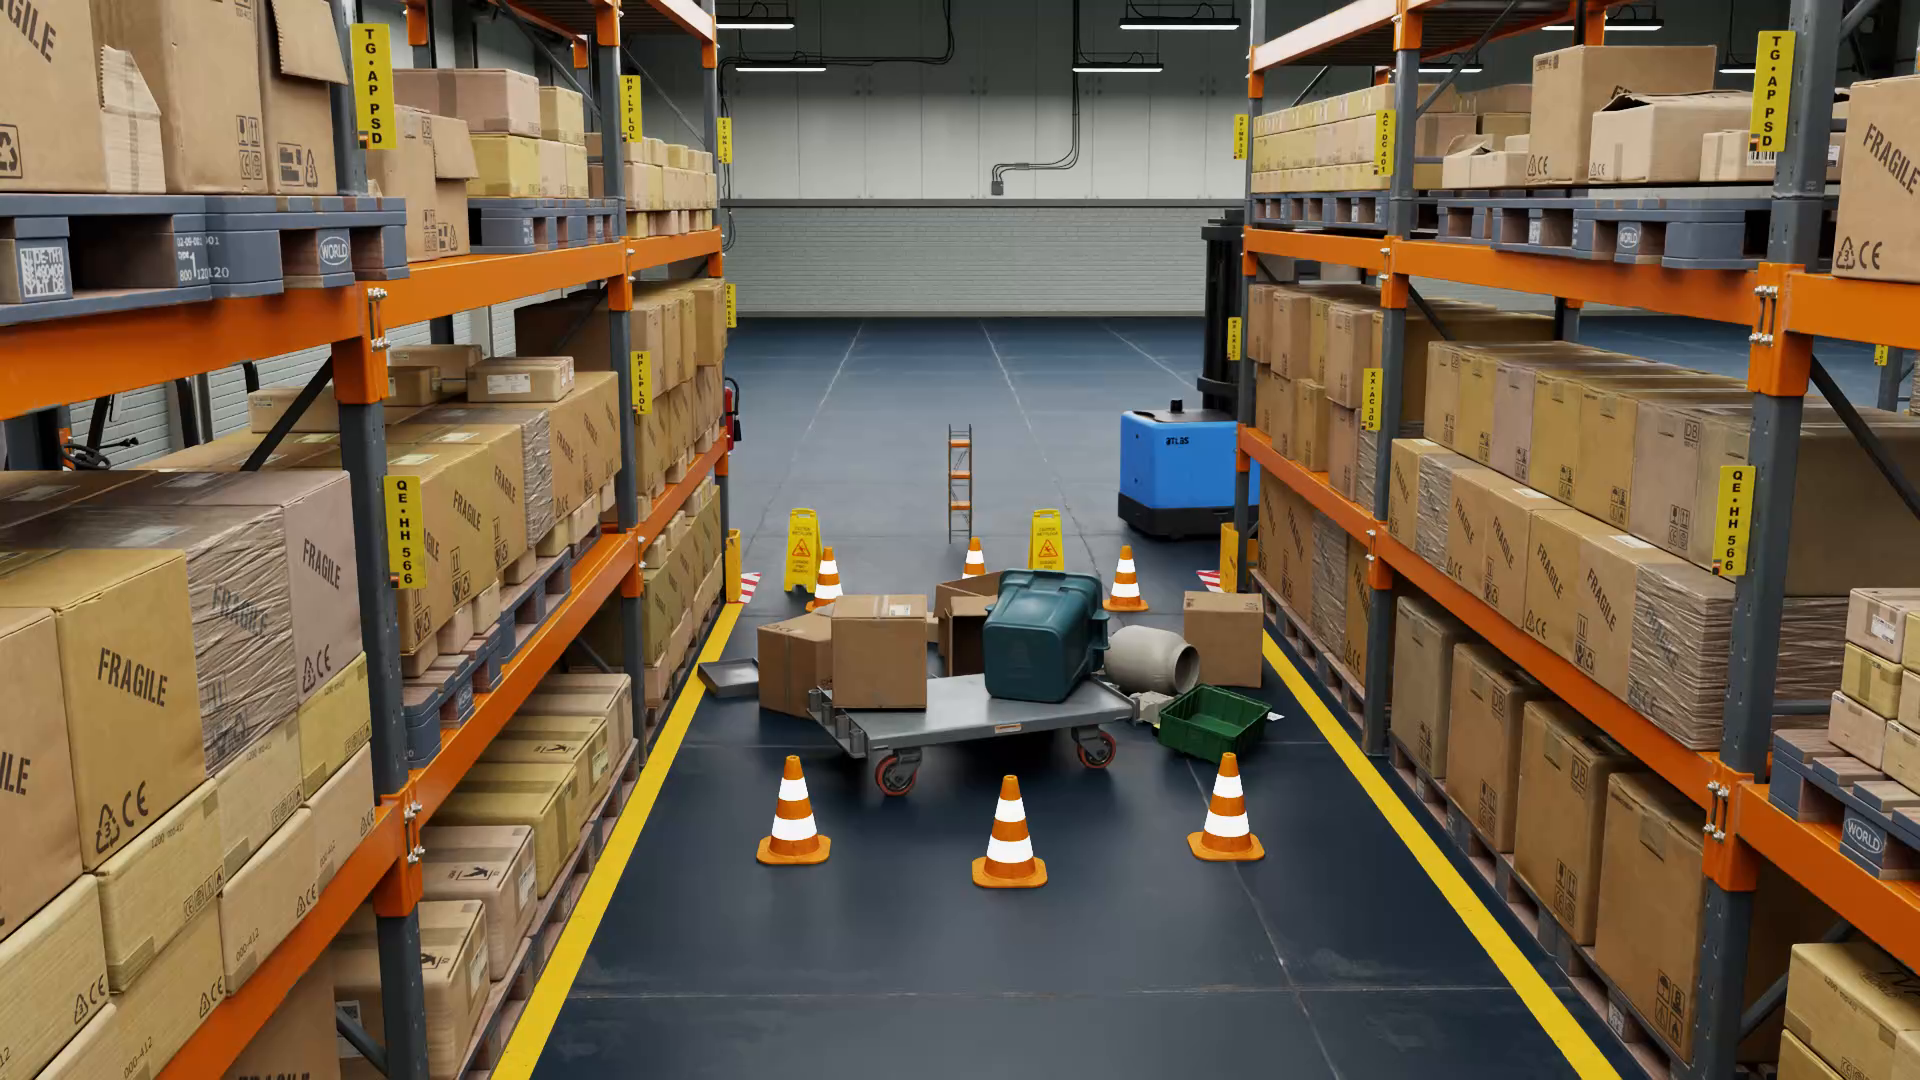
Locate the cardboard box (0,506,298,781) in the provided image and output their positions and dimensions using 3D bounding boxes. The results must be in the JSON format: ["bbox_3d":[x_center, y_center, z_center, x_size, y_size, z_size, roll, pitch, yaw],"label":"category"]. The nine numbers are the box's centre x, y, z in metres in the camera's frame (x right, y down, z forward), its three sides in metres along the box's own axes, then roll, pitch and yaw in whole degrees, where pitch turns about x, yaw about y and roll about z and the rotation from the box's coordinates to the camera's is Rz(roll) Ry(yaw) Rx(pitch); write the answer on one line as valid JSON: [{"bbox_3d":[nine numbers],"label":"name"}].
[{"bbox_3d":[-1.833,0.214,3.694,0.500,0.500,0.500,0,11,0],"label":"cardboard box"}]

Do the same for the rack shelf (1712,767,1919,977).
[{"bbox_3d":[2.864,1.259,3.118,1.077,0.370,4.000,0,11,-1],"label":"rack shelf"}]

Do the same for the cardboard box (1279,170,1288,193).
[{"bbox_3d":[2.365,-2.413,11.188,0.380,0.149,0.250,0,11,-1],"label":"cardboard box"}]

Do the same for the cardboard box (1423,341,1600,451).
[{"bbox_3d":[2.756,-0.727,8.330,0.700,0.500,0.500,0,11,-2],"label":"cardboard box"}]

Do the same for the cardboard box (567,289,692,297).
[{"bbox_3d":[-2.073,-1.324,10.525,0.700,0.500,0.500,0,11,-2],"label":"cardboard box"}]

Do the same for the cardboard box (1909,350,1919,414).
[{"bbox_3d":[7.602,-1.167,12.267,0.875,0.500,0.500,0,11,-1],"label":"cardboard box"}]

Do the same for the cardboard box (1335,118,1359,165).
[{"bbox_3d":[2.463,-2.281,9.533,0.500,0.250,0.500,0,11,-1],"label":"cardboard box"}]

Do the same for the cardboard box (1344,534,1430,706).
[{"bbox_3d":[2.797,0.424,9.713,0.875,0.875,0.875,0,11,0],"label":"cardboard box"}]

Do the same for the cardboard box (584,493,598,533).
[{"bbox_3d":[-1.891,-0.124,7.700,0.380,0.149,0.250,0,11,-2],"label":"cardboard box"}]

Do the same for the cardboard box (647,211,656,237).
[{"bbox_3d":[-1.993,-1.860,9.770,0.380,0.149,0.250,-1,11,-3],"label":"cardboard box"}]

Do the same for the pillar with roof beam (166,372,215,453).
[{"bbox_3d":[-3.959,-5.028,17.210,9.100,9.000,0.400,0,11,-1],"label":"pillar with roof beam"}]

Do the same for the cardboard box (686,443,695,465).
[{"bbox_3d":[-1.972,-0.590,11.057,0.380,0.149,0.250,0,11,-2],"label":"cardboard box"}]

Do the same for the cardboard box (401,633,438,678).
[{"bbox_3d":[-1.917,0.345,5.390,0.380,0.149,0.250,-1,12,-5],"label":"cardboard box"}]

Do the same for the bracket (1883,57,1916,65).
[{"bbox_3d":[22.441,-11.079,37.981,0.076,0.066,4.783,0,11,-1],"label":"bracket"}]

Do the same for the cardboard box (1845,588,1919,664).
[{"bbox_3d":[2.638,0.228,4.469,0.380,0.149,0.250,0,11,-1],"label":"cardboard box"}]

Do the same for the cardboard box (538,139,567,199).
[{"bbox_3d":[-2.045,-1.632,7.336,0.500,0.250,0.500,0,11,0],"label":"cardboard box"}]

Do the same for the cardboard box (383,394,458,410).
[{"bbox_3d":[-2.477,-0.354,7.204,0.500,0.500,0.500,0,11,-1],"label":"cardboard box"}]

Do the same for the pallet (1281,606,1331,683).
[{"bbox_3d":[2.774,0.686,11.148,1.003,0.211,1.213,0,11,-1],"label":"pallet"}]

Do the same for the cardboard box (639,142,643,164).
[{"bbox_3d":[-1.922,-2.099,8.943,0.380,0.149,0.250,0,11,1],"label":"cardboard box"}]

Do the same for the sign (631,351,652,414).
[{"bbox_3d":[-1.652,-0.816,8.626,0.100,0.325,0.005,0,11,-1],"label":"sign"}]

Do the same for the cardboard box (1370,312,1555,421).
[{"bbox_3d":[2.767,-0.962,9.165,0.875,0.550,0.550,0,11,-1],"label":"cardboard box"}]

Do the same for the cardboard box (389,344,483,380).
[{"bbox_3d":[-2.551,-0.869,8.112,0.380,0.149,0.250,0,11,-1],"label":"cardboard box"}]

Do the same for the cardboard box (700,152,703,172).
[{"bbox_3d":[-2.021,-2.661,11.714,0.380,0.149,0.250,0,11,0],"label":"cardboard box"}]

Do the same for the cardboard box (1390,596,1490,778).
[{"bbox_3d":[2.843,0.734,8.501,1.050,0.750,0.750,0,11,-1],"label":"cardboard box"}]

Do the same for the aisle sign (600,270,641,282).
[{"bbox_3d":[-2.601,-2.326,12.441,0.394,0.787,0.004,0,11,-1],"label":"aisle sign"}]

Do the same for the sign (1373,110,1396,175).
[{"bbox_3d":[2.185,-2.046,8.555,0.100,0.325,0.005,0,11,-1],"label":"sign"}]

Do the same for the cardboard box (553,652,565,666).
[{"bbox_3d":[-2.488,0.412,9.457,0.500,0.500,0.500,0,11,-2],"label":"cardboard box"}]

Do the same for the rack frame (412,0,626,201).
[{"bbox_3d":[-2.207,-3.186,8.130,1.000,3.000,0.127,0,11,-1],"label":"rack frame"}]

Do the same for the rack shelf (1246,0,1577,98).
[{"bbox_3d":[2.699,-3.075,10.400,1.077,0.370,4.000,0,11,-1],"label":"rack shelf"}]

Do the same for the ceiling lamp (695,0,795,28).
[{"bbox_3d":[-3.742,-10.082,27.443,2.000,3.185,0.800,0,11,-1],"label":"ceiling lamp"}]

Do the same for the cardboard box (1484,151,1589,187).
[{"bbox_3d":[2.509,-1.608,7.222,0.380,0.149,0.250,0,11,-1],"label":"cardboard box"}]

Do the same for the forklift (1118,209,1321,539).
[{"bbox_3d":[3.073,-1.572,15.435,3.031,2.935,1.130,-3,12,-13],"label":"forklift"}]

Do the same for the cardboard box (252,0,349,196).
[{"bbox_3d":[-1.966,-1.103,4.090,0.797,0.503,0.637,-1,12,-5],"label":"cardboard box"}]

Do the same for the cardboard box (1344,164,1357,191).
[{"bbox_3d":[2.400,-2.060,9.451,0.380,0.149,0.250,0,11,0],"label":"cardboard box"}]

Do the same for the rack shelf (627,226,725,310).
[{"bbox_3d":[-2.248,-1.761,10.459,1.077,0.370,4.000,0,11,-1],"label":"rack shelf"}]

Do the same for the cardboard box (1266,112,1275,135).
[{"bbox_3d":[2.356,-2.906,11.611,0.380,0.149,0.250,0,11,-2],"label":"cardboard box"}]

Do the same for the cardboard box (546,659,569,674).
[{"bbox_3d":[-2.488,0.780,9.532,0.500,0.250,0.500,0,11,1],"label":"cardboard box"}]

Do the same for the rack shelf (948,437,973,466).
[{"bbox_3d":[0.001,-0.772,14.848,0.215,0.259,0.240,0,11,-1],"label":"rack shelf"}]

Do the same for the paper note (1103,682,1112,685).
[{"bbox_3d":[0.882,0.910,10.515,0.172,0.023,0.155,4,12,18],"label":"paper note"}]

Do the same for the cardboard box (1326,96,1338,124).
[{"bbox_3d":[2.392,-2.552,9.866,0.380,0.149,0.250,0,11,-1],"label":"cardboard box"}]

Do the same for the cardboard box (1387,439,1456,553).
[{"bbox_3d":[2.482,-0.230,8.395,0.500,0.500,0.500,0,11,-1],"label":"cardboard box"}]

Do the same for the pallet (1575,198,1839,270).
[{"bbox_3d":[2.756,-0.996,5.356,1.213,0.211,1.003,0,11,1],"label":"pallet"}]

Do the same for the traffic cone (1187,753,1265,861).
[{"bbox_3d":[1.258,1.230,7.833,0.336,0.463,0.334,0,11,-1],"label":"traffic cone"}]

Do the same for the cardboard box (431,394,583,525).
[{"bbox_3d":[-1.952,-0.354,7.205,0.500,0.500,0.500,0,11,1],"label":"cardboard box"}]

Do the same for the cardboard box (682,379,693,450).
[{"bbox_3d":[-1.999,-0.829,10.602,0.500,0.500,0.500,0,11,0],"label":"cardboard box"}]

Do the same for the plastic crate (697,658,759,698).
[{"bbox_3d":[-1.420,0.870,10.571,0.402,0.080,0.583,-4,12,-21],"label":"plastic crate"}]

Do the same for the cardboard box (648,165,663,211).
[{"bbox_3d":[-1.962,-1.979,9.355,0.500,0.250,0.500,0,11,-2],"label":"cardboard box"}]

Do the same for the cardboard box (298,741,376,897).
[{"bbox_3d":[-1.854,0.722,4.332,0.500,0.250,0.500,-1,11,-3],"label":"cardboard box"}]

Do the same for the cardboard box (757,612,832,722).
[{"bbox_3d":[-0.869,0.759,10.052,0.500,0.500,0.500,9,15,38],"label":"cardboard box"}]

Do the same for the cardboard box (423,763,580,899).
[{"bbox_3d":[-2.159,1.222,7.046,0.950,0.372,0.625,0,11,1],"label":"cardboard box"}]

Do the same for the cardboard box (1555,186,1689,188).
[{"bbox_3d":[2.985,-1.693,7.385,0.500,0.250,0.500,0,11,-2],"label":"cardboard box"}]

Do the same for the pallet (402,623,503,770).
[{"bbox_3d":[-2.246,0.502,5.522,1.213,0.211,1.003,0,11,-1],"label":"pallet"}]

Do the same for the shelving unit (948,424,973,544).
[{"bbox_3d":[0.001,-0.504,14.902,0.215,1.050,0.252,0,11,-1],"label":"shelving unit"}]

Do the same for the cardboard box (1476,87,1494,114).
[{"bbox_3d":[3.066,-2.403,9.135,0.380,0.149,0.250,0,11,-2],"label":"cardboard box"}]

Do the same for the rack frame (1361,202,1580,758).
[{"bbox_3d":[2.740,-0.286,8.925,1.000,3.000,0.127,0,11,-1],"label":"rack frame"}]
